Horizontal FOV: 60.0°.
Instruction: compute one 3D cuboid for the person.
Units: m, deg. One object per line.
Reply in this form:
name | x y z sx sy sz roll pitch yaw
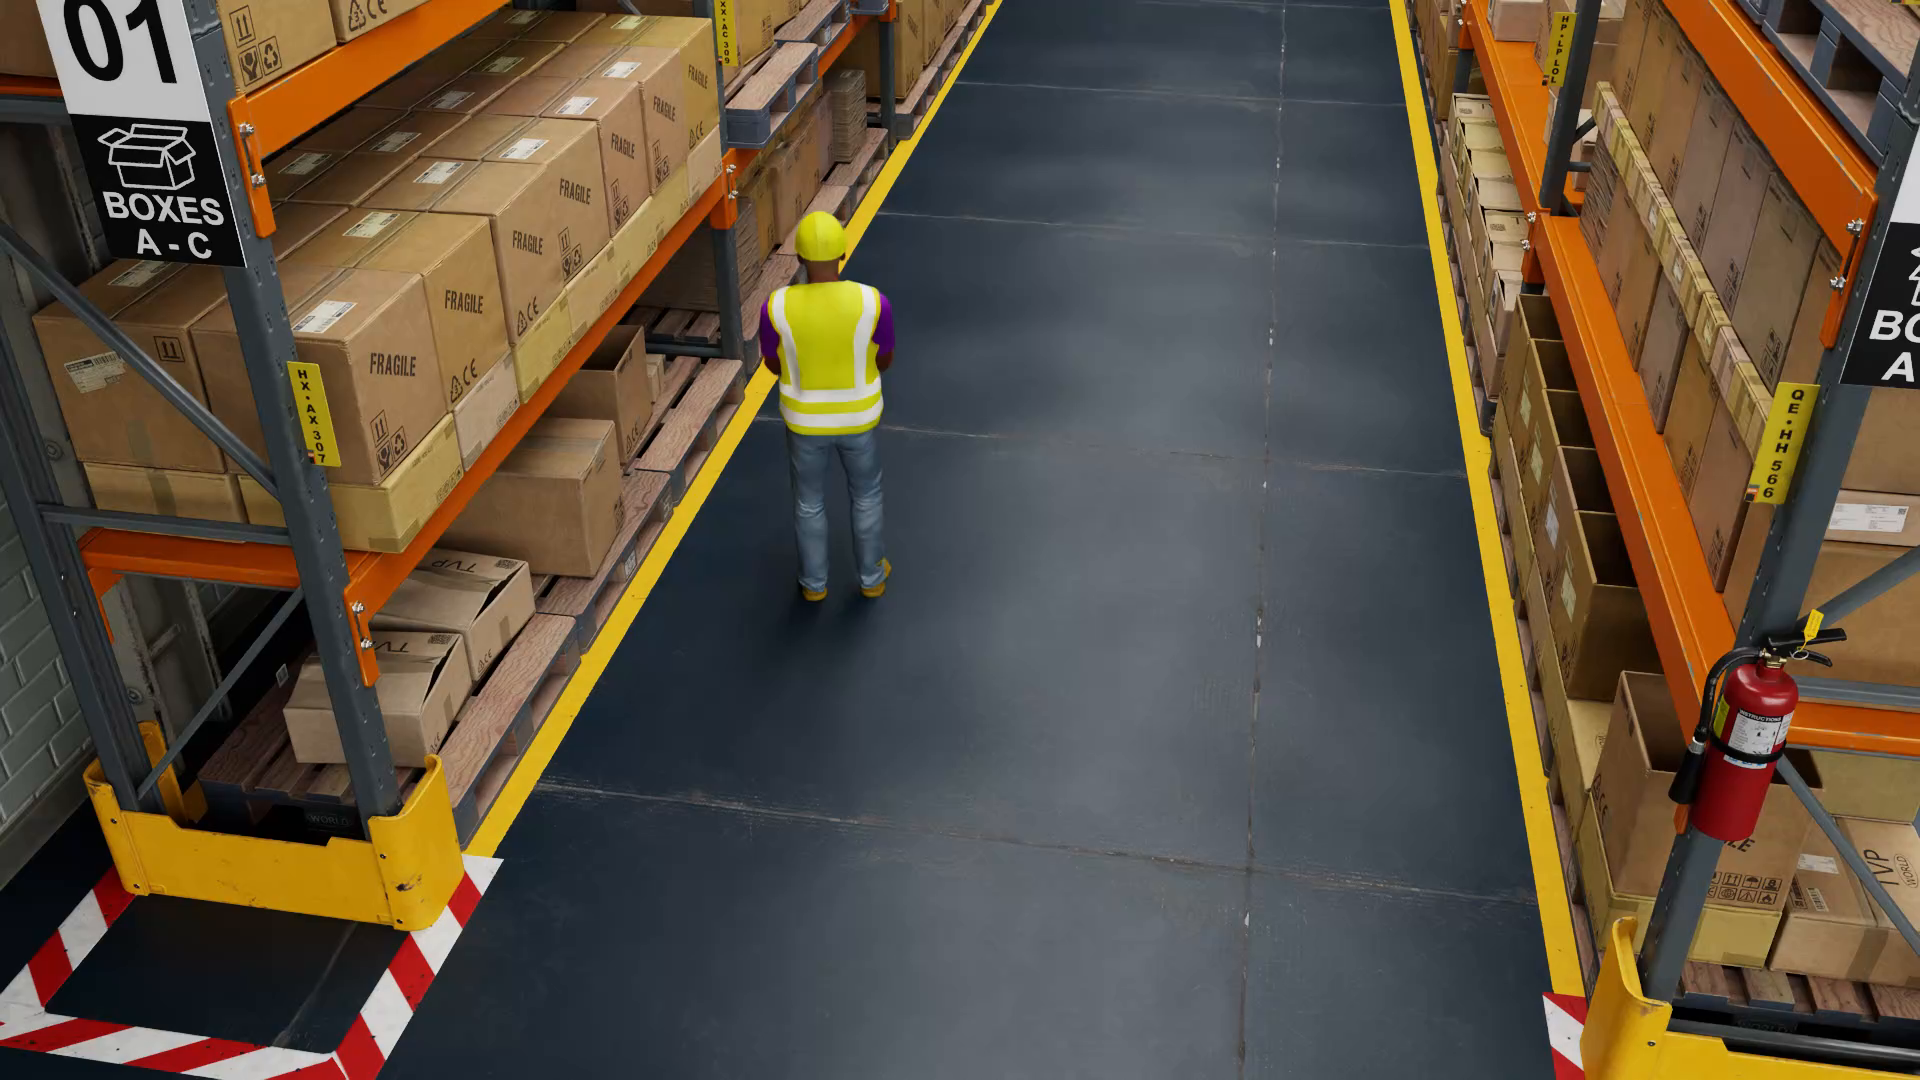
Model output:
person | -0.543 -0.570 7.019 0.548 1.769 0.541 -2 32 -3
